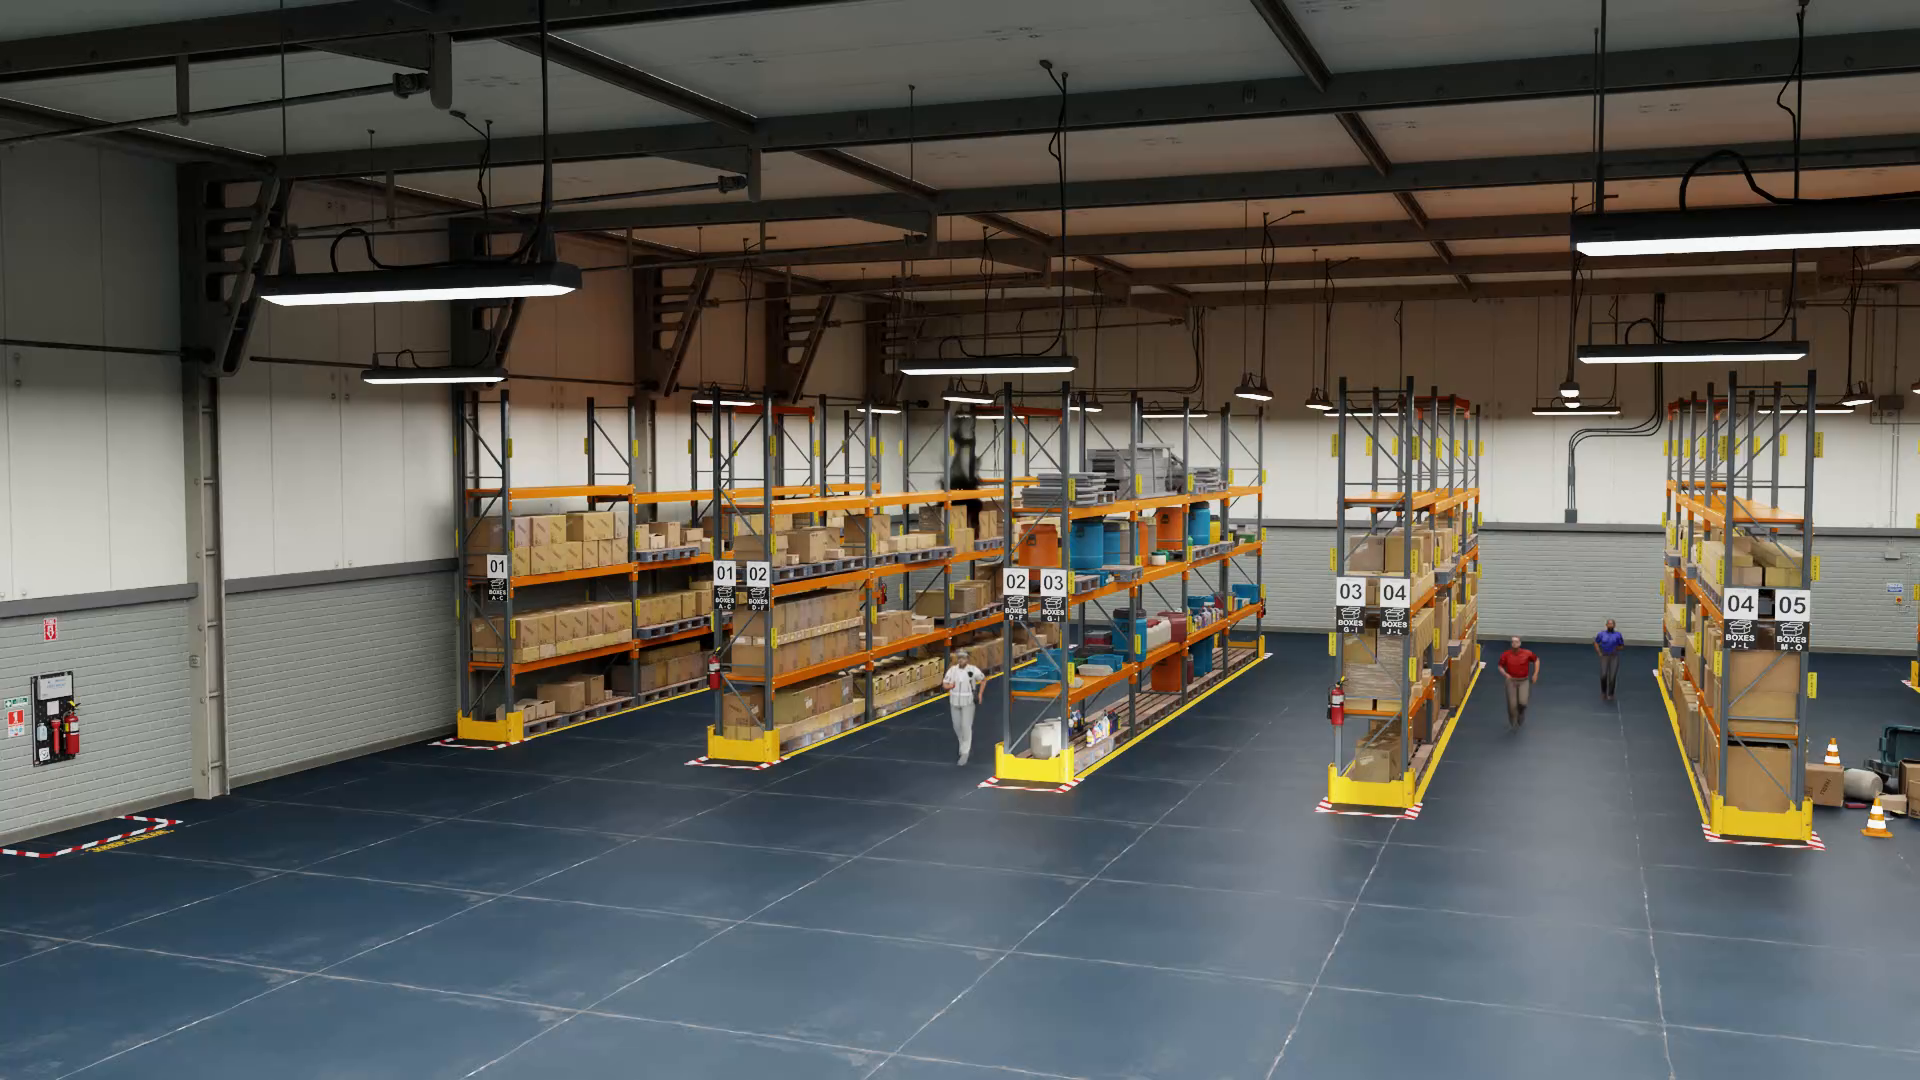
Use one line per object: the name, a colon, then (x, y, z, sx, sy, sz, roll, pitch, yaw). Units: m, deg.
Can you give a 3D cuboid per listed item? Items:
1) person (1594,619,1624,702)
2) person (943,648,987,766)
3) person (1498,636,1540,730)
person: (12.803, 2.381, 32.803, 0.559, 1.649, 0.616, 1, 3, 20)
person: (0.050, 2.633, 26.646, 0.649, 1.812, 0.913, 1, 3, 18)
person: (9.852, 2.545, 29.375, 0.685, 1.685, 0.704, 1, 3, 23)
